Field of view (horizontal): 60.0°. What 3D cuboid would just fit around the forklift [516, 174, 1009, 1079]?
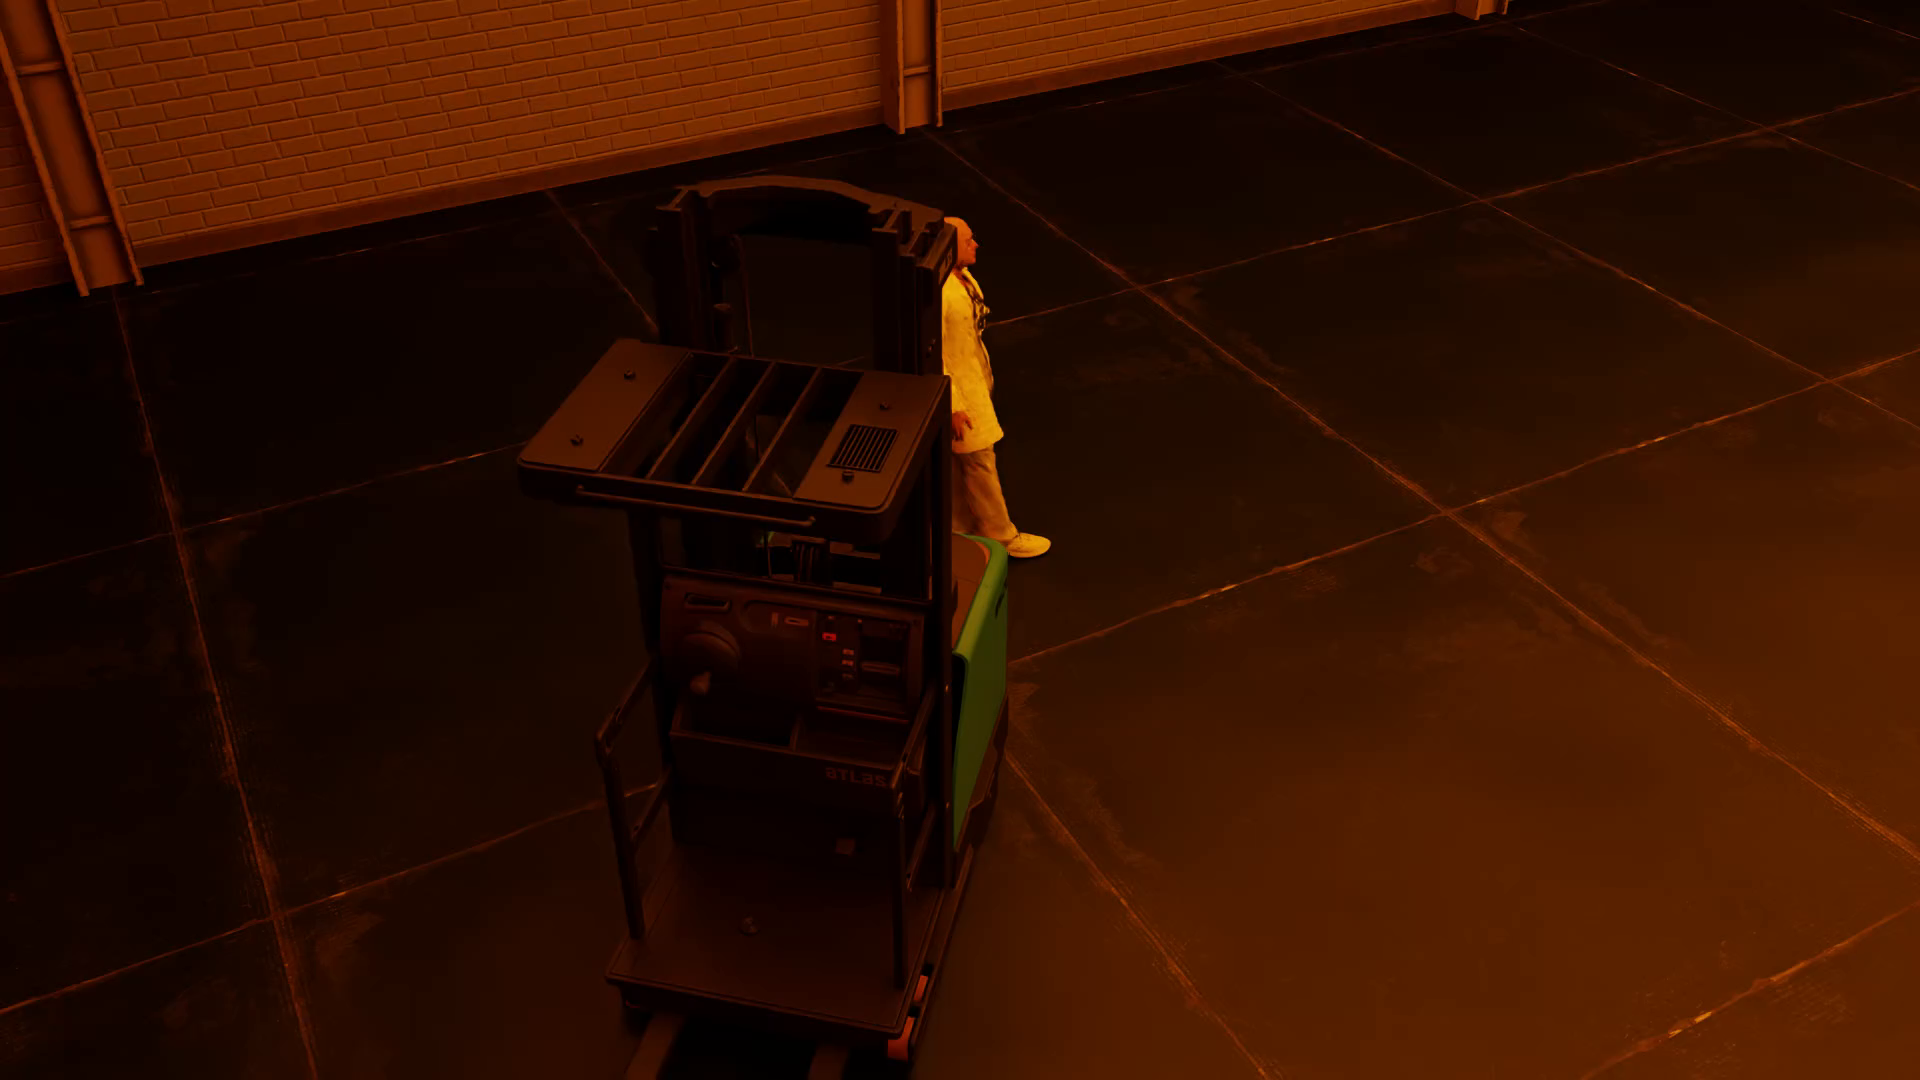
[{"bbox_3d":[-0.625,0.439,5.502,1.130,2.935,3.031,8,36,11],"label":"forklift"}]

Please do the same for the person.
[{"bbox_3d":[0.141,-0.709,8.115,0.672,1.777,0.693,8,36,11],"label":"person"}]
